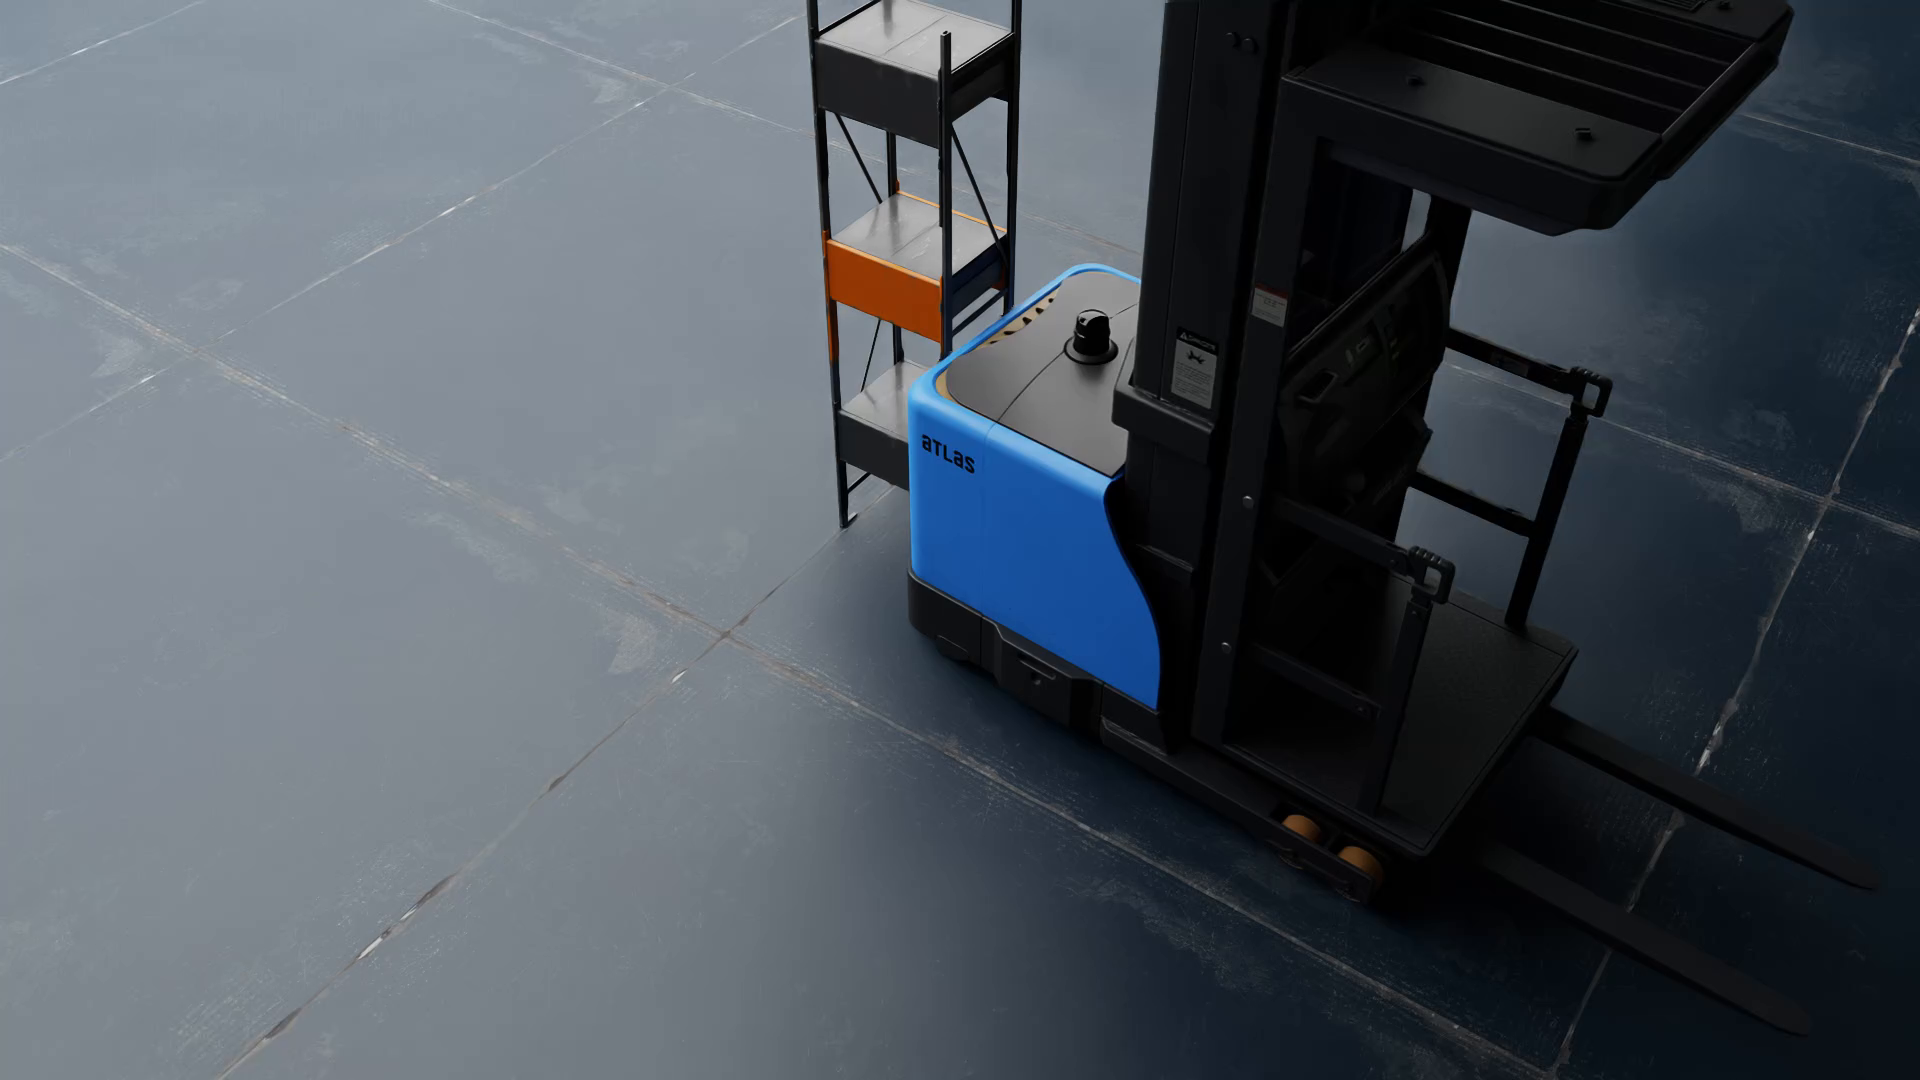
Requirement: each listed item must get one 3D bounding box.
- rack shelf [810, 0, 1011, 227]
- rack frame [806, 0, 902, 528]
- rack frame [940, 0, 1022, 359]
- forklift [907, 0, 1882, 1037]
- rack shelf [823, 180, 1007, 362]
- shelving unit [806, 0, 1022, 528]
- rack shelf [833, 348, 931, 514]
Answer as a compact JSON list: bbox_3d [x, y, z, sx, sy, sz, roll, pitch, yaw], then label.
[{"bbox_3d":[-0.135,-1.357,5.163,0.480,0.518,0.431,25,48,25],"label":"rack shelf"},{"bbox_3d":[-0.335,-0.939,5.725,0.015,2.100,0.400,25,48,25],"label":"rack frame"},{"bbox_3d":[0.064,-0.752,5.516,0.015,2.100,0.400,25,48,25],"label":"rack frame"},{"bbox_3d":[1.285,-0.405,4.505,3.031,2.935,1.130,28,49,28],"label":"forklift"},{"bbox_3d":[-0.135,-0.836,5.630,0.480,0.518,0.431,25,48,25],"label":"rack shelf"},{"bbox_3d":[-0.135,-0.846,5.621,0.503,2.100,0.431,25,48,25],"label":"shelving unit"},{"bbox_3d":[-0.136,-0.314,6.097,0.480,0.518,0.431,25,48,25],"label":"rack shelf"}]
